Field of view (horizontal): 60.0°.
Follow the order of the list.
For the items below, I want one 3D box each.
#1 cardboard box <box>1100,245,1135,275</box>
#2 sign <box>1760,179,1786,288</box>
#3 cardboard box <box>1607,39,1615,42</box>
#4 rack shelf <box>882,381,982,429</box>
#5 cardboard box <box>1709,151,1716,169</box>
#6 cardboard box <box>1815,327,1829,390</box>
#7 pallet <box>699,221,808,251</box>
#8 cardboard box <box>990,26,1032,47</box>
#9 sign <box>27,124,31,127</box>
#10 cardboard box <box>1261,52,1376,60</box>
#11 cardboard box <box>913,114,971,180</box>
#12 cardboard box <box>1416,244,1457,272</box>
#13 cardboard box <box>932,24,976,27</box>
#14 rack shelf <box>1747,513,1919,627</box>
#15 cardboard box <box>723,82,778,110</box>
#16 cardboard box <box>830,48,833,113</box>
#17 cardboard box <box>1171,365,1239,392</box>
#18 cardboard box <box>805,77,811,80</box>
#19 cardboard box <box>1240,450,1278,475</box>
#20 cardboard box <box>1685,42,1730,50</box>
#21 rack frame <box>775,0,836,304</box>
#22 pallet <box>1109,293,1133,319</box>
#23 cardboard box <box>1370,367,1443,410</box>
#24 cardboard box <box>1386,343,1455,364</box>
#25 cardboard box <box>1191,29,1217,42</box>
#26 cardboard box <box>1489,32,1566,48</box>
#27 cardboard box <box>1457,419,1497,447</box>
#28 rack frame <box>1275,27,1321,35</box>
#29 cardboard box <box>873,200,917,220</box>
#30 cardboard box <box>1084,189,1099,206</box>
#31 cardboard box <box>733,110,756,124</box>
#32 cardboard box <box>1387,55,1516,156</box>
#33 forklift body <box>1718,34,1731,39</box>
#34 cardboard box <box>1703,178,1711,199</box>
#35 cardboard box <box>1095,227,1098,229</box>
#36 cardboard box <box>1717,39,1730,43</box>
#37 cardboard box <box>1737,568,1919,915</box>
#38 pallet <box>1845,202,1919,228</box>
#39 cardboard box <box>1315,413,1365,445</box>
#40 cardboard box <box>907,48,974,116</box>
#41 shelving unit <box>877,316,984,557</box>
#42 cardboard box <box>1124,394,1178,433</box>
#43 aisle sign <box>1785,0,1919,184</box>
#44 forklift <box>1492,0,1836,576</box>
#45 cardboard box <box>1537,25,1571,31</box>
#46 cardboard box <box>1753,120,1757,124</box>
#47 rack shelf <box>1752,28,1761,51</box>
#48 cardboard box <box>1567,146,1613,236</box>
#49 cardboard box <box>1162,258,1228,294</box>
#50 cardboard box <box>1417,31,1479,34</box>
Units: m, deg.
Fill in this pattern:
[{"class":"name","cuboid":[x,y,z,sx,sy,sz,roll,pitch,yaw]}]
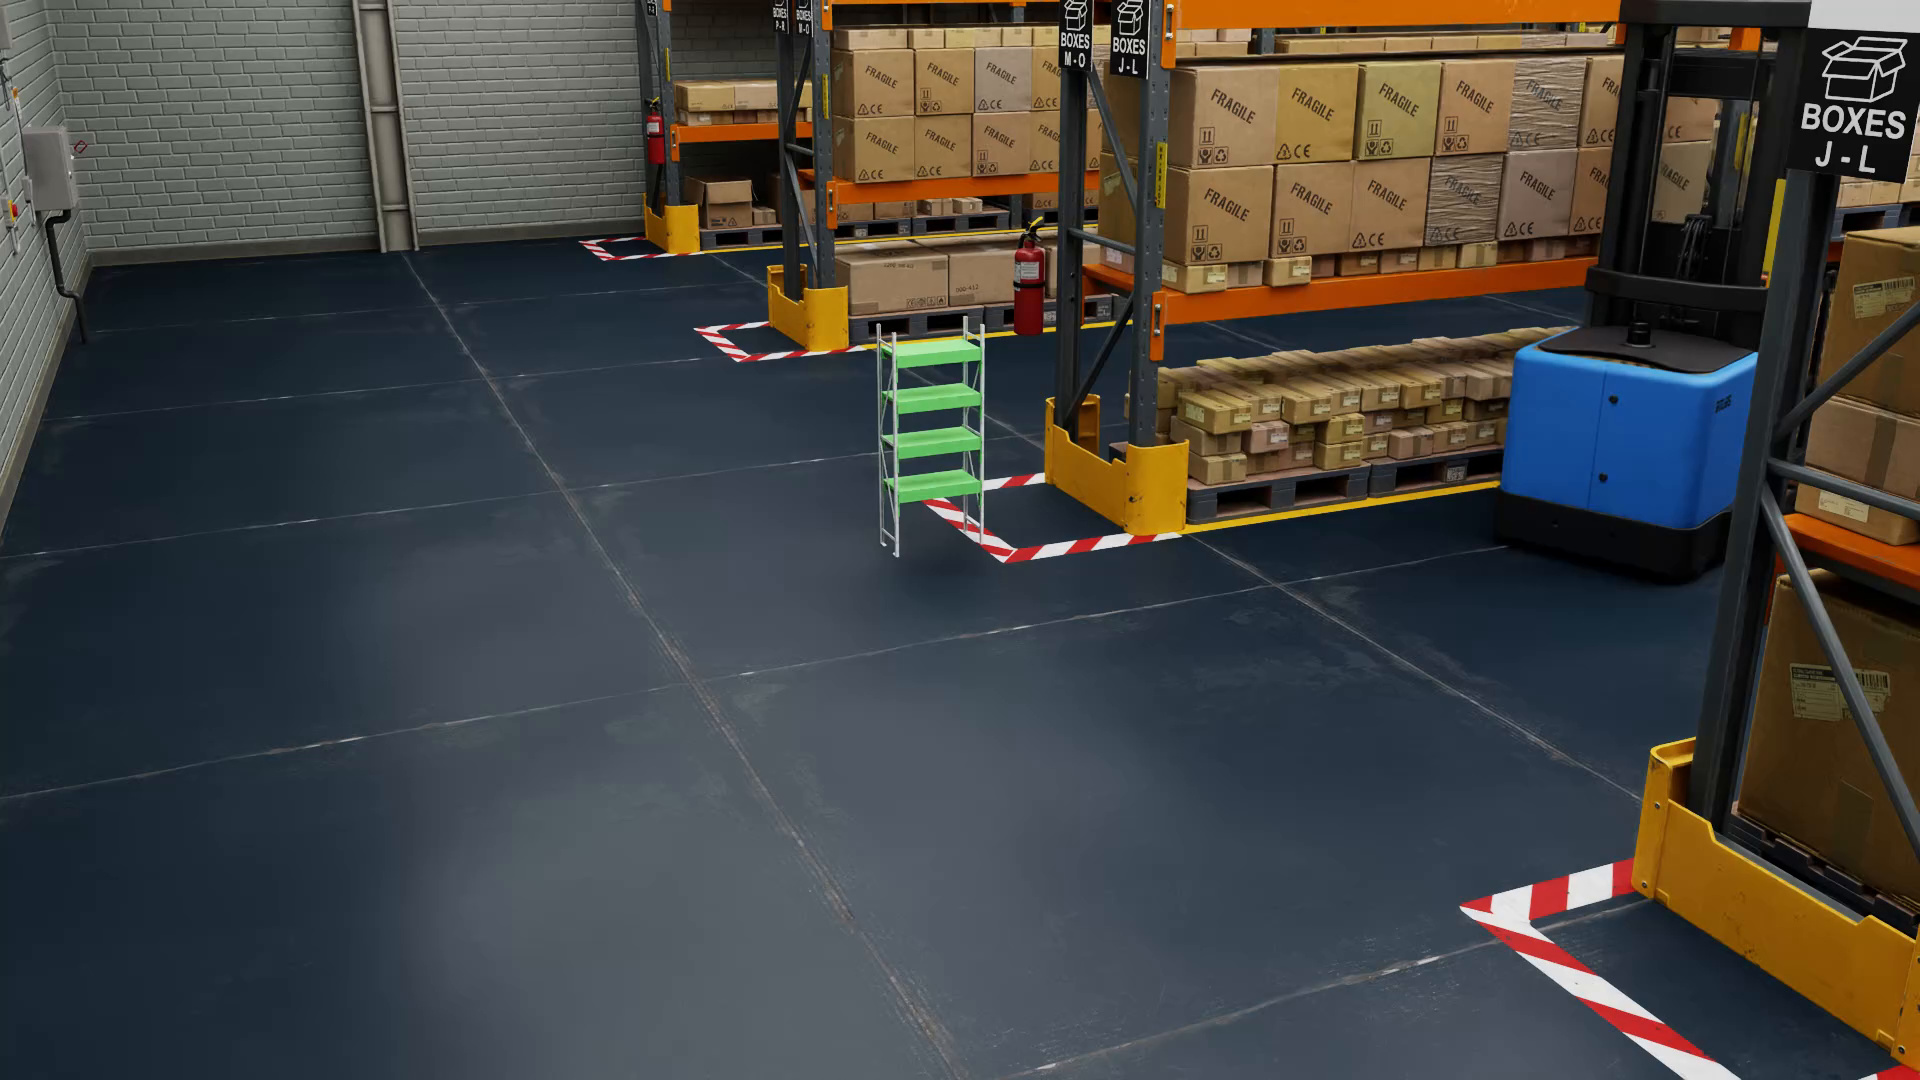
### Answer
[{"class":"cardboard box","cuboid":[0.997,-1.629,9.510,0.250,0.149,0.380,-8,21,-22]},{"class":"sign","cuboid":[2.479,-0.918,5.012,0.005,0.325,0.100,-8,21,-22]},{"class":"cardboard box","cuboid":[8.439,-6.556,21.997,0.250,0.149,0.380,-8,21,-21]},{"class":"rack shelf","cuboid":[-0.152,-0.710,8.702,0.480,0.148,0.258,-8,21,-22]},{"class":"cardboard box","cuboid":[4.769,-2.477,10.838,0.250,0.149,0.380,-7,21,-20]},{"class":"cardboard box","cuboid":[5.751,-1.250,11.187,0.500,0.500,0.500,-7,21,-19]},{"class":"pallet","cuboid":[-2.412,-3.427,18.439,1.213,0.211,1.003,-8,21,-22]},{"class":"cardboard box","cuboid":[0.388,-4.068,13.425,0.250,0.149,0.380,-8,21,-21]},{"class":"sign","cuboid":[-7.496,-3.104,13.464,0.001,0.494,0.329,-8,21,-22]},{"class":"cardboard box","cuboid":[2.070,-2.551,9.647,0.500,0.500,0.500,-7,21,-19]},{"class":"cardboard box","cuboid":[-0.236,-3.212,13.478,0.500,0.500,0.500,-8,21,-23]},{"class":"cardboard box","cuboid":[2.649,-1.663,9.608,0.250,0.149,0.380,-7,21,-20]},{"class":"cardboard box","cuboid":[-0.051,-4.181,13.748,0.250,0.149,0.380,-8,21,-22]},{"class":"rack shelf","cuboid":[4.517,-0.016,5.635,4.000,0.370,1.077,-8,21,-22]},{"class":"cardboard box","cuboid":[-2.228,-4.741,17.749,0.500,0.250,0.500,-8,21,-21]},{"class":"cardboard box","cuboid":[-0.896,-3.769,13.555,0.500,0.500,0.500,-7,21,-20]},{"class":"cardboard box","cuboid":[1.448,-0.915,9.868,0.250,0.149,0.380,-8,21,-21]},{"class":"cardboard box","cuboid":[-1.486,-5.039,18.594,0.500,0.250,0.500,-8,21,-22]},{"class":"cardboard box","cuboid":[1.625,-0.502,9.593,0.250,0.149,0.380,-8,21,-22]},{"class":"cardboard box","cuboid":[7.567,-4.684,16.577,0.500,0.500,0.500,-8,21,-21]},{"class":"rack frame","cuboid":[-1.244,-3.115,13.351,0.127,3.000,1.000,-8,21,-22]},{"class":"pallet","cuboid":[1.699,-2.249,15.092,1.213,0.211,1.003,-8,21,-22]},{"class":"cardboard box","cuboid":[2.625,-0.897,9.817,0.250,0.149,0.380,-8,21,-21]},{"class":"cardboard box","cuboid":[2.881,-1.119,10.448,0.250,0.149,0.380,-9,21,-24]},{"class":"cardboard box","cuboid":[1.987,-4.326,14.160,0.250,0.149,0.380,-8,21,-21]},{"class":"cardboard box","cuboid":[5.262,-4.468,15.539,0.500,0.500,0.500,-8,21,-21]},{"class":"cardboard box","cuboid":[3.040,-0.692,10.132,0.250,0.149,0.380,-8,21,-21]},{"class":"rack frame","cuboid":[4.132,-5.680,20.638,0.127,3.000,1.000,-8,21,-22]},{"class":"cardboard box","cuboid":[-0.861,-3.935,18.814,0.500,0.500,0.700,-9,21,-24]},{"class":"cardboard box","cuboid":[1.477,-4.241,19.682,0.500,0.500,0.500,-8,21,-23]},{"class":"cardboard box","cuboid":[-2.361,-4.562,17.839,0.250,0.149,0.380,-8,21,-23]},{"class":"cardboard box","cuboid":[2.740,-2.454,9.370,0.500,0.500,0.500,-9,21,-24]},{"class":"forklift body","cuboid":[10.459,-5.526,21.479,1.214,2.155,2.313,-8,21,-22]},{"class":"cardboard box","cuboid":[4.768,-2.337,10.888,0.250,0.149,0.380,-9,21,-23]},{"class":"cardboard box","cuboid":[1.810,-2.580,15.060,0.875,0.438,0.875,-8,21,-23]},{"class":"cardboard box","cuboid":[7.844,-4.907,17.210,0.500,0.500,0.500,-9,21,-24]},{"class":"cardboard box","cuboid":[3.237,0.603,5.360,0.875,0.875,0.875,-8,21,-22]},{"class":"pallet","cuboid":[6.353,-2.307,11.347,1.213,0.211,1.003,-8,21,-22]},{"class":"cardboard box","cuboid":[2.134,-0.681,9.653,0.250,0.149,0.380,-7,21,-20]},{"class":"cardboard box","cuboid":[-0.219,-3.680,13.300,0.500,0.500,0.500,-9,21,-23]},{"class":"shelving unit","cuboid":[-0.152,-0.544,8.761,0.503,1.200,0.258,-8,21,-22]},{"class":"cardboard box","cuboid":[1.181,-0.768,9.900,0.250,0.149,0.380,-9,21,-23]},{"class":"aisle sign","cuboid":[2.496,-1.401,4.569,0.004,0.787,0.394,-8,21,-22]},{"class":"forklift","cuboid":[4.223,-1.614,9.193,1.130,2.935,3.031,17,25,39]},{"class":"cardboard box","cuboid":[7.978,-6.834,22.339,0.250,0.149,0.380,-8,21,-22]},{"class":"cardboard box","cuboid":[5.258,-2.686,10.984,0.250,0.149,0.380,-9,21,-24]},{"class":"rack shelf","cuboid":[6.318,-3.483,10.965,4.000,0.370,1.077,-8,21,-22]},{"class":"cardboard box","cuboid":[3.673,-2.114,9.912,0.500,0.500,0.500,-9,21,-23]},{"class":"cardboard box","cuboid":[1.237,-1.442,8.981,0.250,0.149,0.380,-8,21,-22]},{"class":"cardboard box","cuboid":[4.619,-4.564,15.811,0.500,0.500,0.500,-8,21,-20]}]
